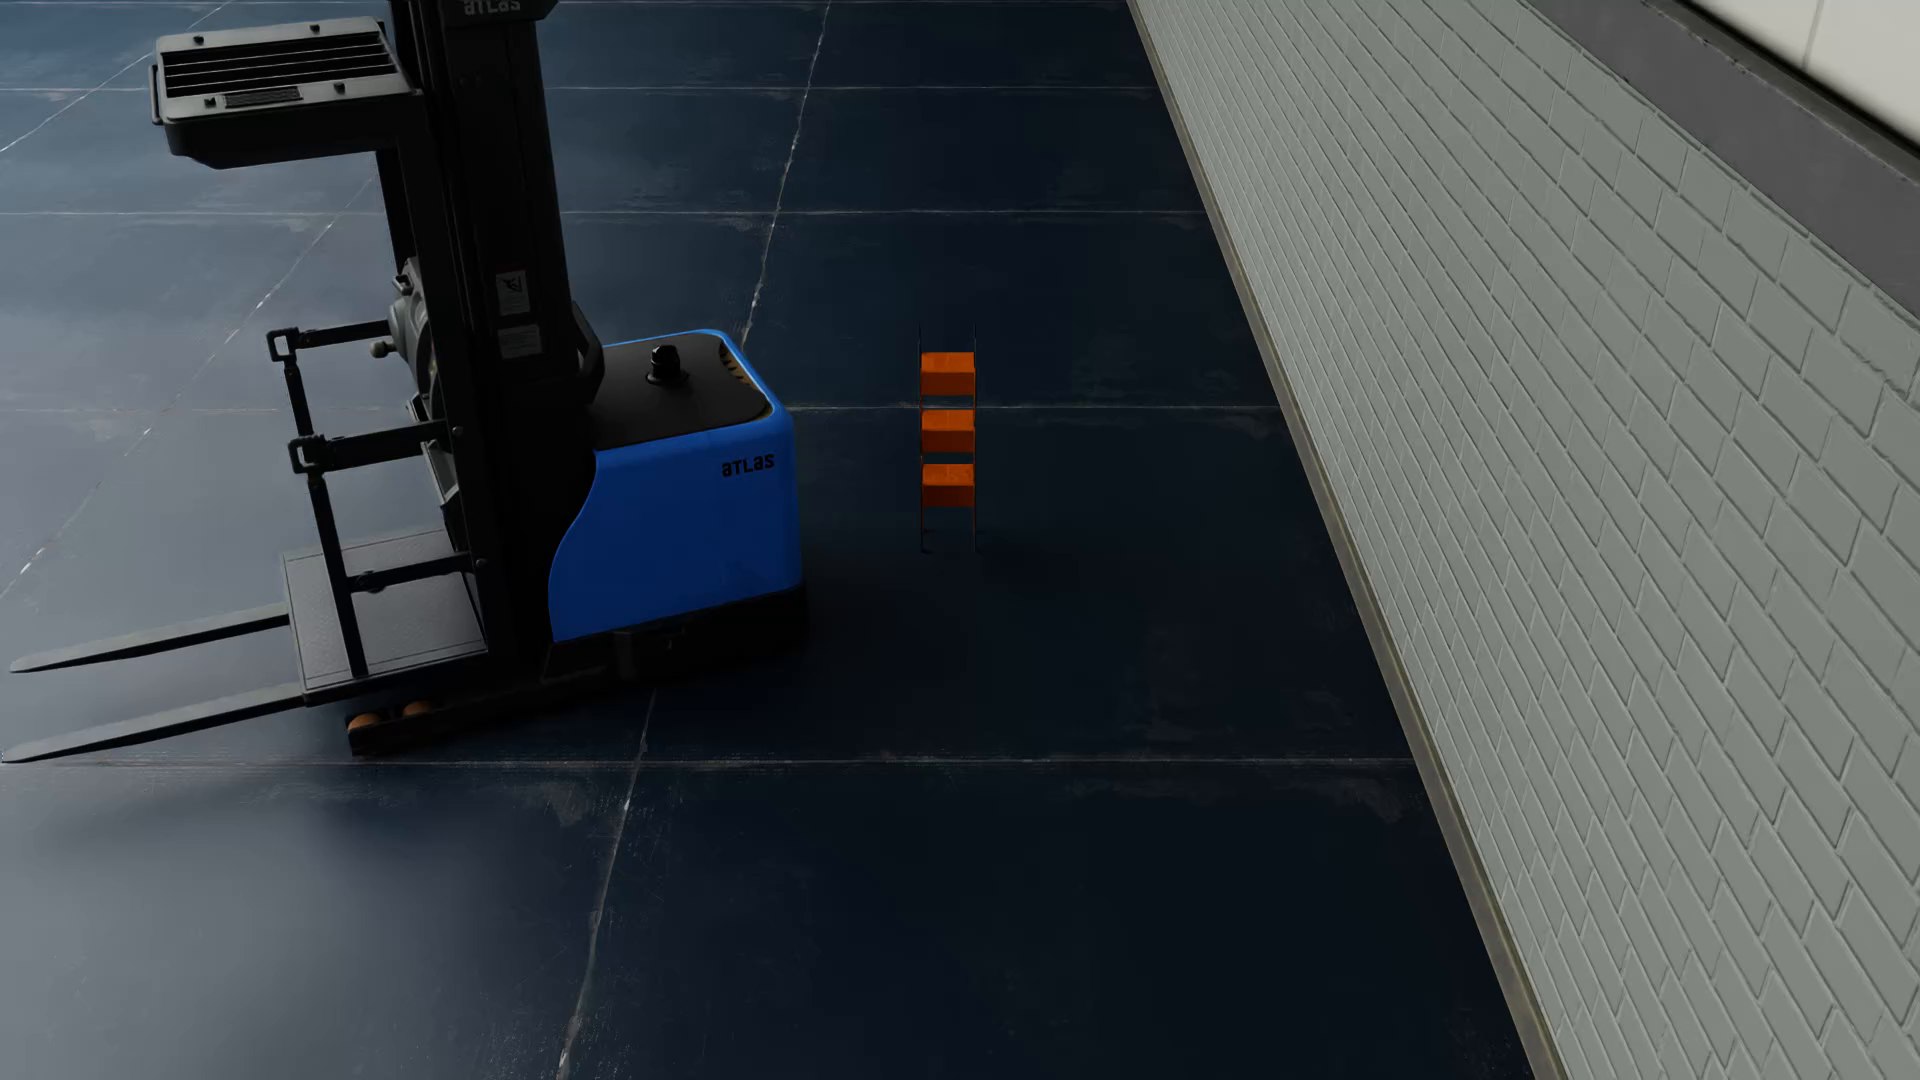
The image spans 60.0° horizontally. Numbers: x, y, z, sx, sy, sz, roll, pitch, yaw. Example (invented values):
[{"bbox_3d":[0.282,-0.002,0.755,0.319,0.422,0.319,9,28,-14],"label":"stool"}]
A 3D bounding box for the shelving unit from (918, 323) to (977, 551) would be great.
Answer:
[{"bbox_3d":[-0.054,-0.449,7.477,0.252,1.050,0.215,0,31,0],"label":"shelving unit"}]

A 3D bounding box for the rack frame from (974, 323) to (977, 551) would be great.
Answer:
[{"bbox_3d":[0.068,-0.449,7.478,0.008,1.050,0.200,0,31,0],"label":"rack frame"}]

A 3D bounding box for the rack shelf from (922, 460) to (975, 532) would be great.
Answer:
[{"bbox_3d":[-0.054,-0.202,7.627,0.240,0.259,0.215,0,31,0],"label":"rack shelf"}]

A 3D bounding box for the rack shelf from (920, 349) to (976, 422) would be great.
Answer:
[{"bbox_3d":[-0.054,-0.682,7.336,0.240,0.259,0.215,0,31,0],"label":"rack shelf"}]

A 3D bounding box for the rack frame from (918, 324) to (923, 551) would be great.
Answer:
[{"bbox_3d":[-0.176,-0.448,7.477,0.008,1.050,0.200,0,31,0],"label":"rack frame"}]

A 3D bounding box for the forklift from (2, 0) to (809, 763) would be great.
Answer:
[{"bbox_3d":[-2.202,-0.734,6.134,3.031,2.935,1.130,-13,34,-20],"label":"forklift"}]

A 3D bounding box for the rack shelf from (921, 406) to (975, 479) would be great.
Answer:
[{"bbox_3d":[-0.054,-0.440,7.483,0.240,0.259,0.215,0,31,0],"label":"rack shelf"}]
